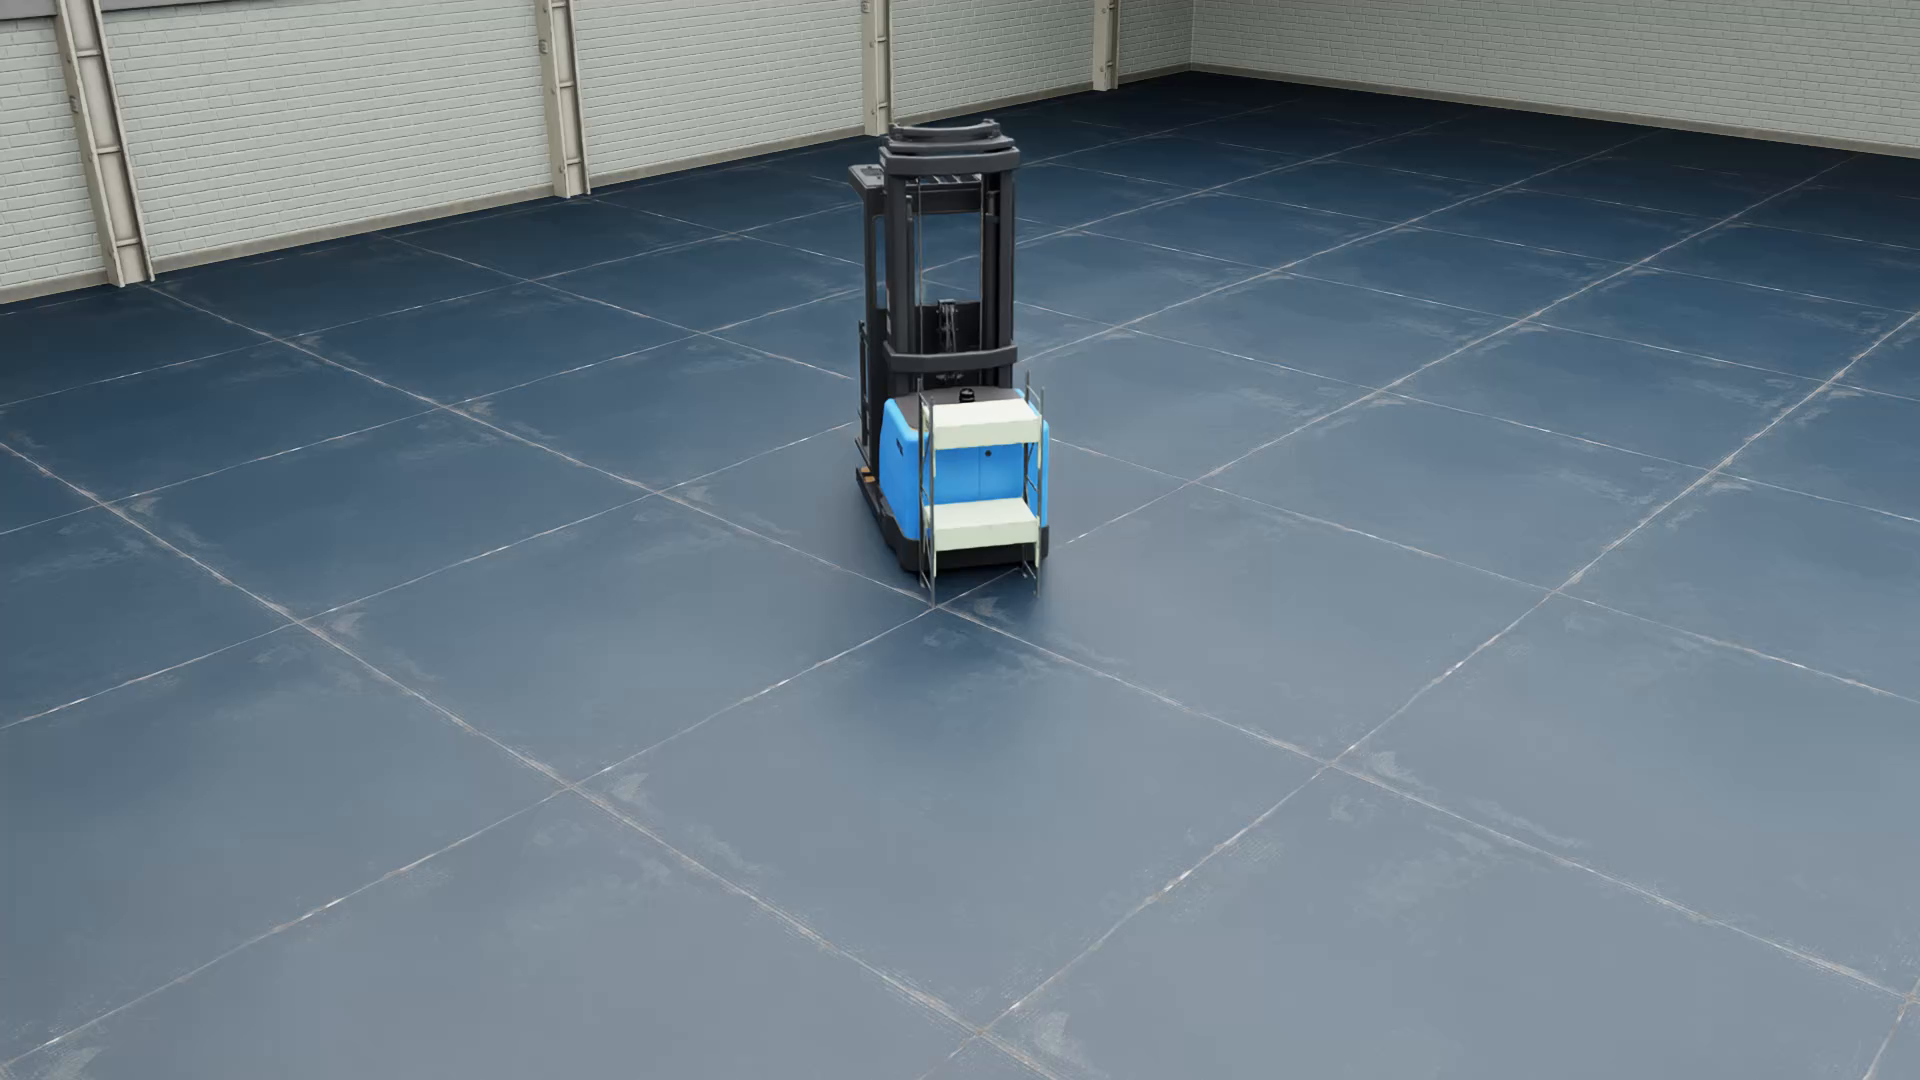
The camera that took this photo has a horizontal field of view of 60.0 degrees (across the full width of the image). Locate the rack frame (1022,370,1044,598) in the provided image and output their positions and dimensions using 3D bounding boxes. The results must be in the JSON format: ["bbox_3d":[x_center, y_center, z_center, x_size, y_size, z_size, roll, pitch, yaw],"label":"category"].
[{"bbox_3d":[0.489,-0.368,11.208,0.023,1.500,0.400,-5,25,-12],"label":"rack frame"}]

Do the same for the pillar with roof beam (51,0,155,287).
[{"bbox_3d":[-6.114,-5.843,14.253,9.100,9.000,0.400,20,31,38],"label":"pillar with roof beam"}]

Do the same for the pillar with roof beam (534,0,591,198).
[{"bbox_3d":[-2.110,-7.671,18.330,9.100,9.000,0.400,20,31,38],"label":"pillar with roof beam"}]

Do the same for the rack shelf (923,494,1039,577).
[{"bbox_3d":[0.133,-0.037,11.267,0.720,0.370,0.431,-5,25,-12],"label":"rack shelf"}]

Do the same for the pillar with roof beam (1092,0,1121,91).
[{"bbox_3d":[5.899,-11.327,26.485,9.100,9.000,0.400,20,31,38],"label":"pillar with roof beam"}]

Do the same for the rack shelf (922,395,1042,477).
[{"bbox_3d":[0.133,-0.690,10.974,0.720,0.370,0.431,-5,25,-12],"label":"rack shelf"}]

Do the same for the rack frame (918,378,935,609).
[{"bbox_3d":[-0.224,-0.301,11.059,0.023,1.500,0.400,-5,25,-12],"label":"rack frame"}]

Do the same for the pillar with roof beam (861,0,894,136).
[{"bbox_3d":[1.894,-9.499,22.408,9.100,9.000,0.400,20,31,38],"label":"pillar with roof beam"}]

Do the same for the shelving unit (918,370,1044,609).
[{"bbox_3d":[0.133,-0.334,11.134,0.755,1.500,0.431,-5,25,-12],"label":"shelving unit"}]

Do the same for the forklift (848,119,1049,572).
[{"bbox_3d":[-0.201,-1.695,12.419,1.130,2.935,3.031,-5,25,-12],"label":"forklift"}]
